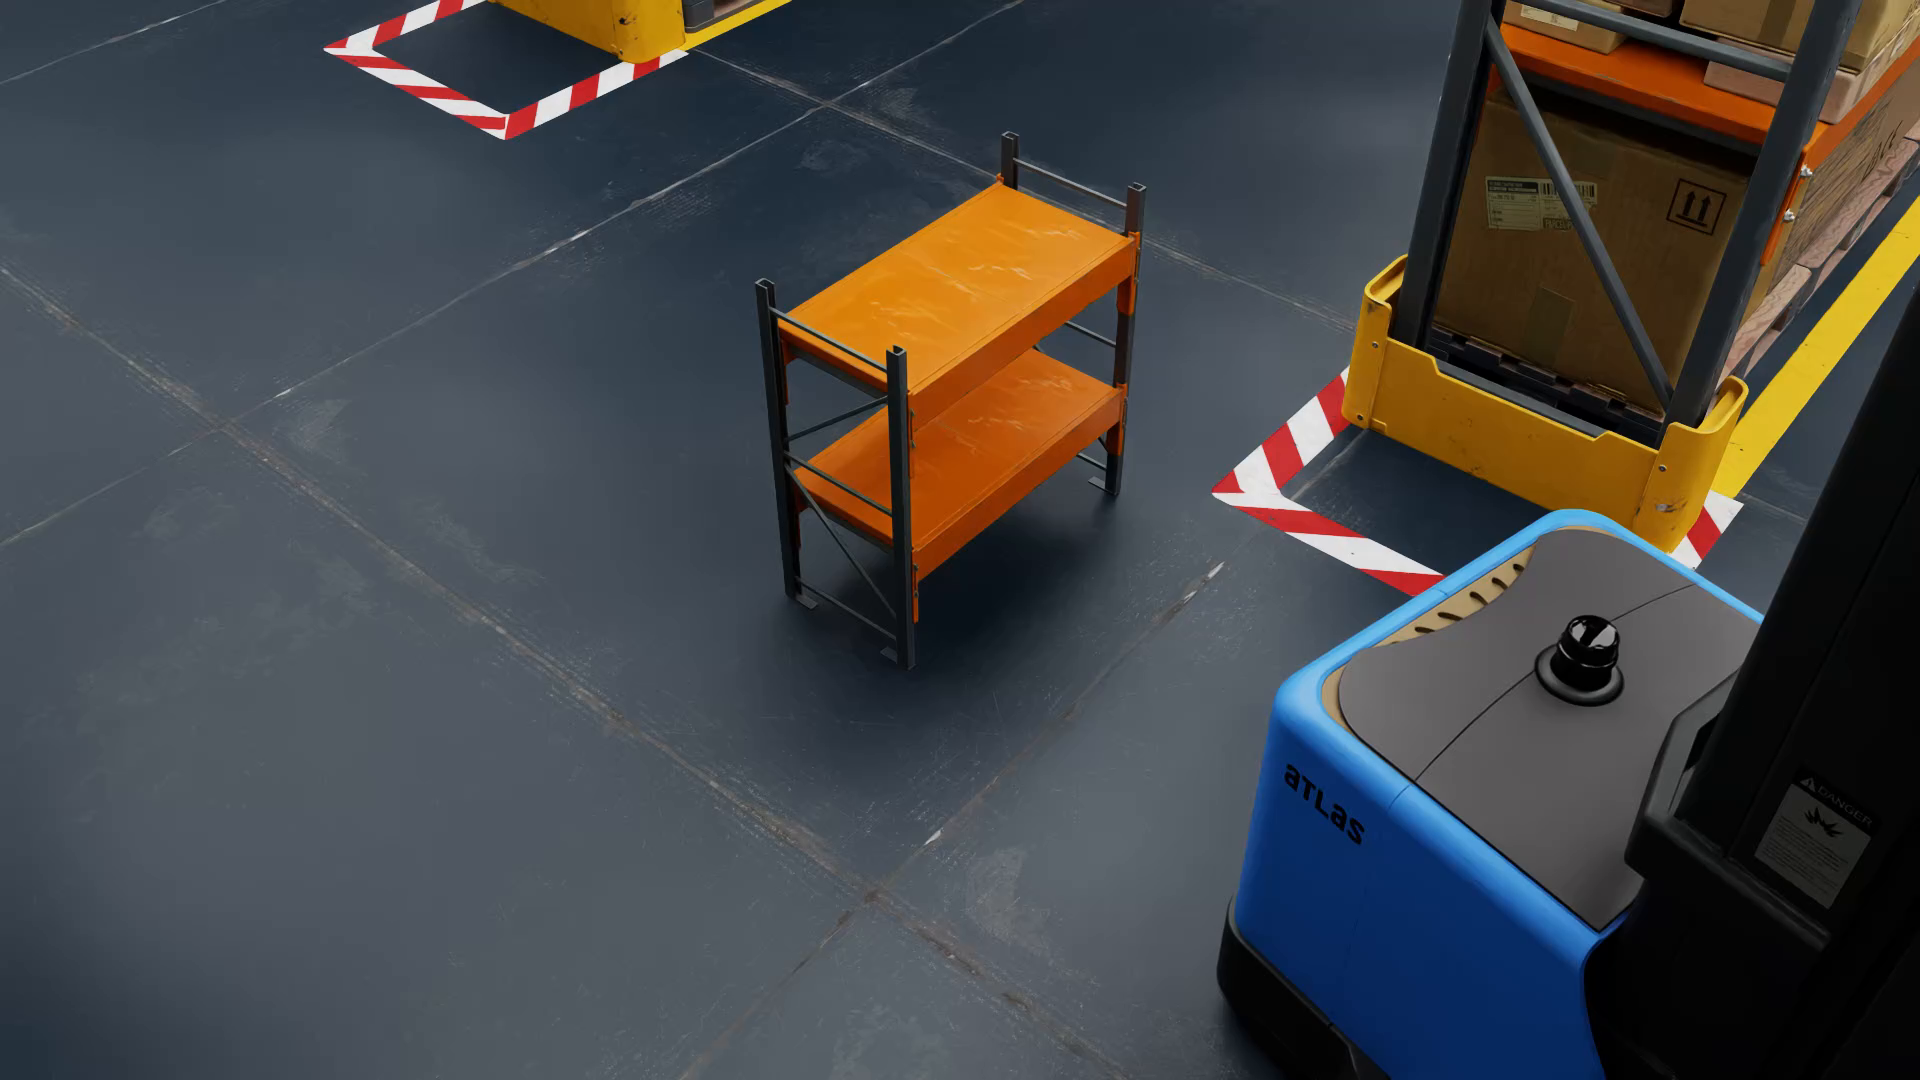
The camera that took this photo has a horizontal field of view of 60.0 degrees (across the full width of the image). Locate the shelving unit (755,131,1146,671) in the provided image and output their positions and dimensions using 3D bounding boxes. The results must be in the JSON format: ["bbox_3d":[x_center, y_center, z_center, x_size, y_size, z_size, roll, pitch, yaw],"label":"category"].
[{"bbox_3d":[-0.004,-0.413,4.868,0.538,1.125,1.048,29,50,28],"label":"shelving unit"}]

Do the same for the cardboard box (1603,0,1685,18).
[{"bbox_3d":[1.969,-1.806,4.897,0.500,0.250,0.500,29,50,28],"label":"cardboard box"}]

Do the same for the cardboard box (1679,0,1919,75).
[{"bbox_3d":[2.376,-1.572,4.640,0.500,0.250,0.500,28,49,27],"label":"cardboard box"}]

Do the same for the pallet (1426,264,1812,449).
[{"bbox_3d":[2.315,-0.801,5.974,1.003,0.211,1.213,29,50,28],"label":"pallet"}]

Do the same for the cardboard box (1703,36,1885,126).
[{"bbox_3d":[2.341,-1.334,4.675,0.380,0.149,0.250,30,50,29],"label":"cardboard box"}]

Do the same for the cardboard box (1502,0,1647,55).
[{"bbox_3d":[1.837,-1.620,4.989,0.380,0.149,0.250,30,50,29],"label":"cardboard box"}]

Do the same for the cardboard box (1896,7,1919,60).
[{"bbox_3d":[2.670,-1.599,4.966,0.380,0.149,0.250,28,49,28],"label":"cardboard box"}]

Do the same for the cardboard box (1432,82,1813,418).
[{"bbox_3d":[2.211,-1.121,5.520,0.875,0.875,0.875,29,50,28],"label":"cardboard box"}]

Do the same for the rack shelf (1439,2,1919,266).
[{"bbox_3d":[3.147,-2.151,5.921,1.077,0.370,4.000,29,50,28],"label":"rack shelf"}]

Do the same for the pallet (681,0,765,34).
[{"bbox_3d":[-1.272,-2.997,8.389,1.003,0.211,1.213,29,50,28],"label":"pallet"}]

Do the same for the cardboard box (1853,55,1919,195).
[{"bbox_3d":[3.369,-2.048,6.540,0.875,0.875,0.875,29,50,28],"label":"cardboard box"}]

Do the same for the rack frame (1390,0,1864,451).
[{"bbox_3d":[1.860,-1.387,4.546,1.000,3.000,0.127,29,50,28],"label":"rack frame"}]

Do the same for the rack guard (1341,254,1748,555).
[{"bbox_3d":[1.845,-0.450,5.373,1.175,0.500,0.348,29,50,28],"label":"rack guard"}]

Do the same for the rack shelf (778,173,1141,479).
[{"bbox_3d":[-0.004,-0.629,4.671,0.538,0.278,1.000,29,50,28],"label":"rack shelf"}]

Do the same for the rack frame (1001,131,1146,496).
[{"bbox_3d":[0.323,-0.674,5.156,0.500,1.125,0.032,29,50,28],"label":"rack frame"}]

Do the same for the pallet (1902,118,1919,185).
[{"bbox_3d":[3.885,-2.058,7.356,1.003,0.211,1.213,29,50,28],"label":"pallet"}]

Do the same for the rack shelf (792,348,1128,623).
[{"bbox_3d":[-0.004,-0.232,5.032,0.538,0.278,1.000,29,50,28],"label":"rack shelf"}]

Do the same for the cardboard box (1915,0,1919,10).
[{"bbox_3d":[2.705,-1.843,4.937,0.500,0.250,0.500,29,50,28],"label":"cardboard box"}]

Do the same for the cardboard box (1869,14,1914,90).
[{"bbox_3d":[2.505,-1.467,4.821,0.380,0.149,0.250,29,50,28],"label":"cardboard box"}]

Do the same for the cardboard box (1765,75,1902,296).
[{"bbox_3d":[2.796,-1.589,6.036,0.875,0.875,0.875,29,50,28],"label":"cardboard box"}]

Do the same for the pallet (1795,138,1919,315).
[{"bbox_3d":[3.100,-1.427,6.662,1.003,0.211,1.213,29,50,28],"label":"pallet"}]

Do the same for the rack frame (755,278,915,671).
[{"bbox_3d":[-0.331,-0.151,4.580,0.500,1.125,0.032,29,50,28],"label":"rack frame"}]

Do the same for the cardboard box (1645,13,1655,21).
[{"bbox_3d":[2.003,-1.755,5.137,0.380,0.149,0.250,30,50,29],"label":"cardboard box"}]

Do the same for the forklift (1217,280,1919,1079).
[{"bbox_3d":[1.909,0.599,2.413,1.130,2.935,3.031,-27,49,-27],"label":"forklift"}]

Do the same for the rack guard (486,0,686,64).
[{"bbox_3d":[-1.822,-2.701,7.849,1.175,0.500,0.348,29,50,28],"label":"rack guard"}]
